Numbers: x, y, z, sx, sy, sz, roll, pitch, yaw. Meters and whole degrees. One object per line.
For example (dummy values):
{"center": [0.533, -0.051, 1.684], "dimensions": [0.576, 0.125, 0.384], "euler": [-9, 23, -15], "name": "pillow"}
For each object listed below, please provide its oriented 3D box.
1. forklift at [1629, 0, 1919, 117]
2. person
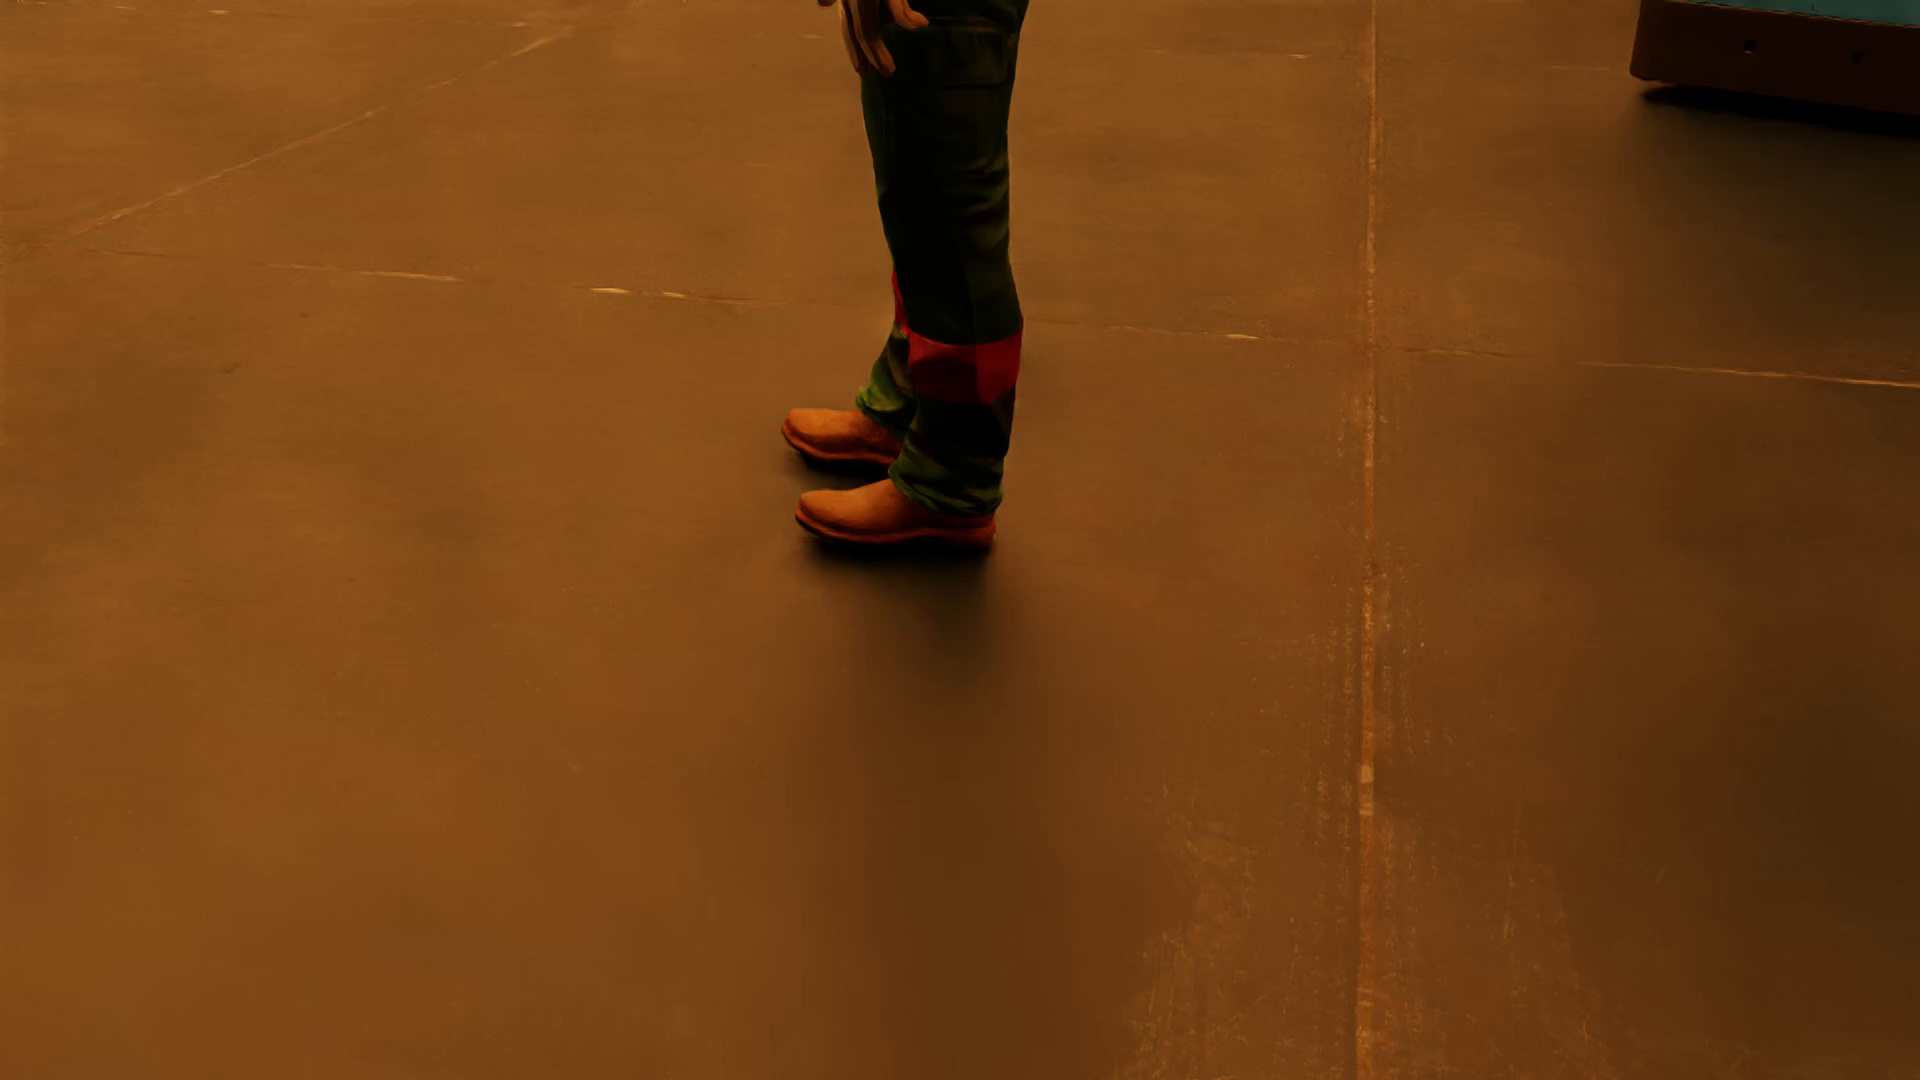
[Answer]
{"center": [3.479, -3.057, 5.306], "dimensions": [1.130, 2.935, 3.031], "euler": [22, 34, 37], "name": "forklift"}
{"center": [-0.076, -0.818, 2.119], "dimensions": [0.563, 1.787, 0.637], "euler": [6, 27, 11], "name": "person"}
